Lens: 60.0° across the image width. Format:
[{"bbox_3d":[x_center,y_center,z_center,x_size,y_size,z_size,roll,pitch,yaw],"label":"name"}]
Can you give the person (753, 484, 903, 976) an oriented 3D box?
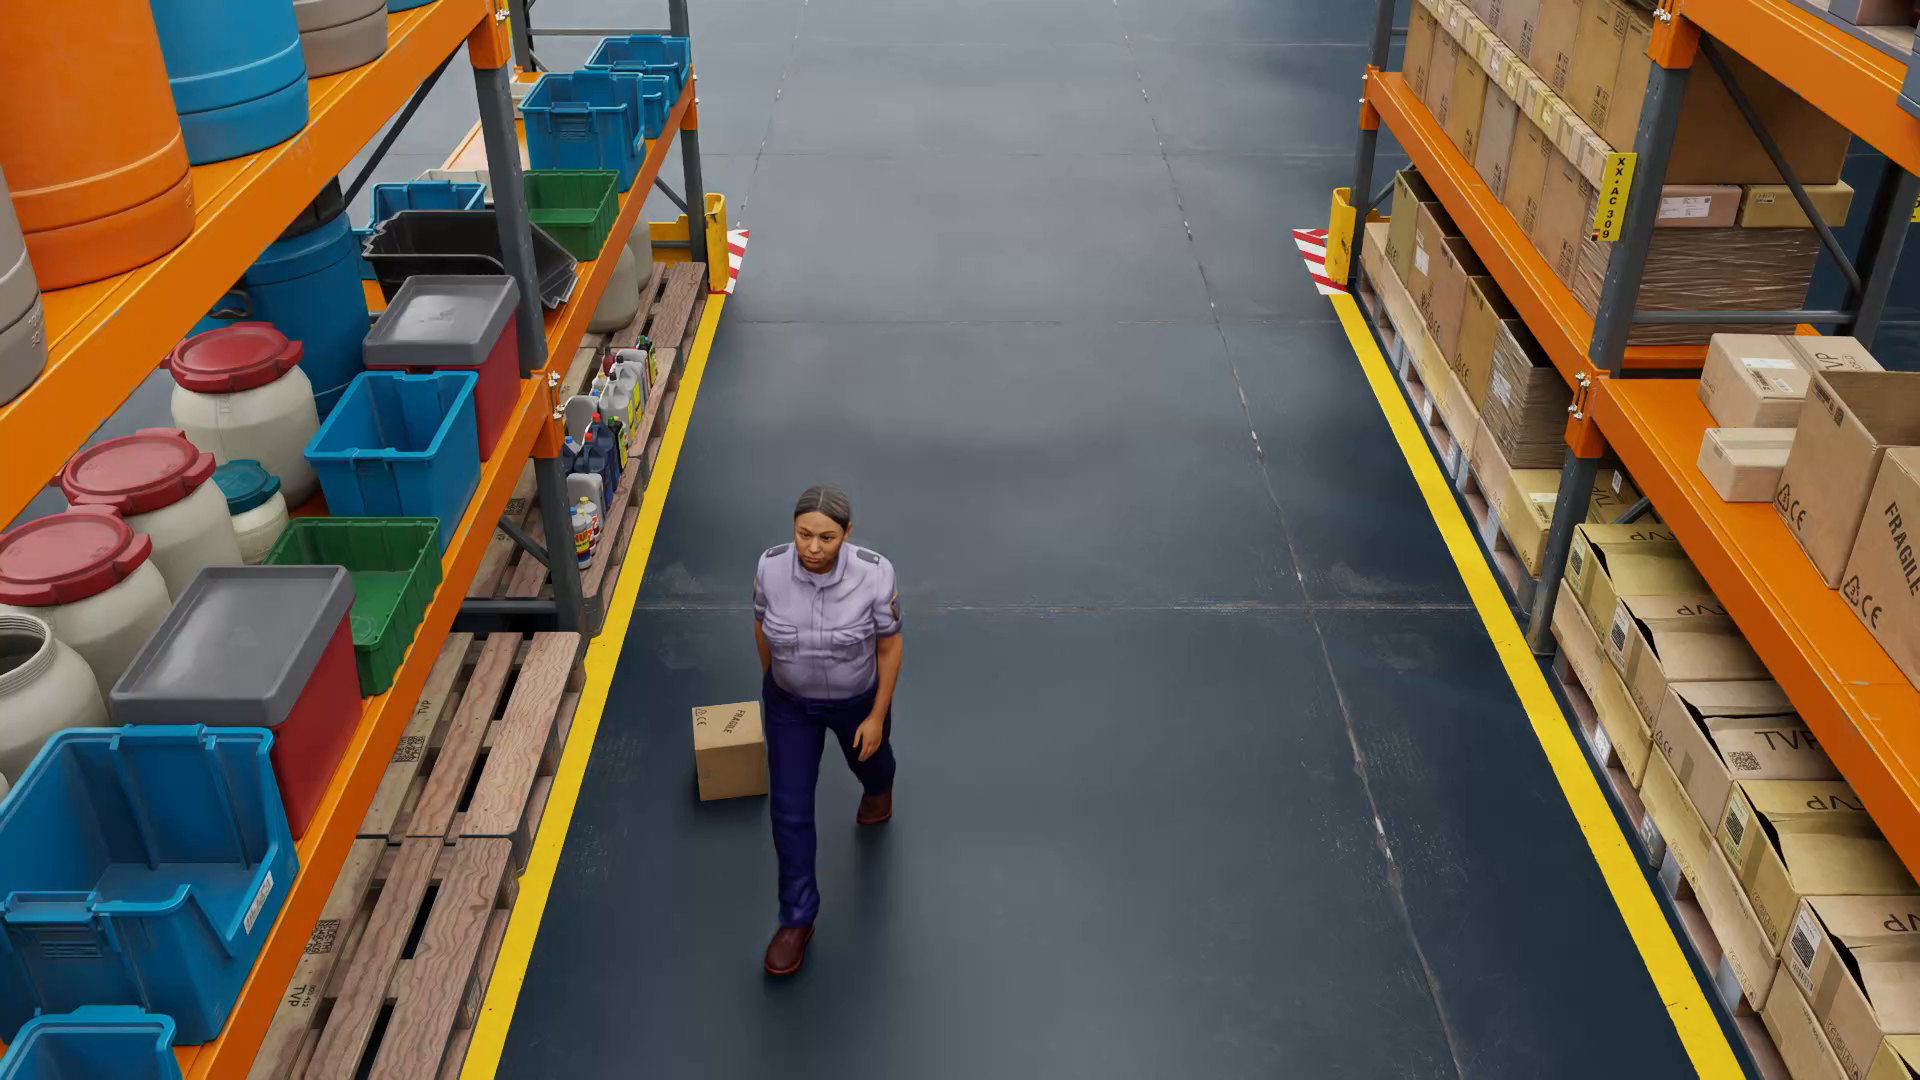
[{"bbox_3d":[-0.415,0.504,5.346,0.477,1.589,0.987,0,32,1],"label":"person"}]
